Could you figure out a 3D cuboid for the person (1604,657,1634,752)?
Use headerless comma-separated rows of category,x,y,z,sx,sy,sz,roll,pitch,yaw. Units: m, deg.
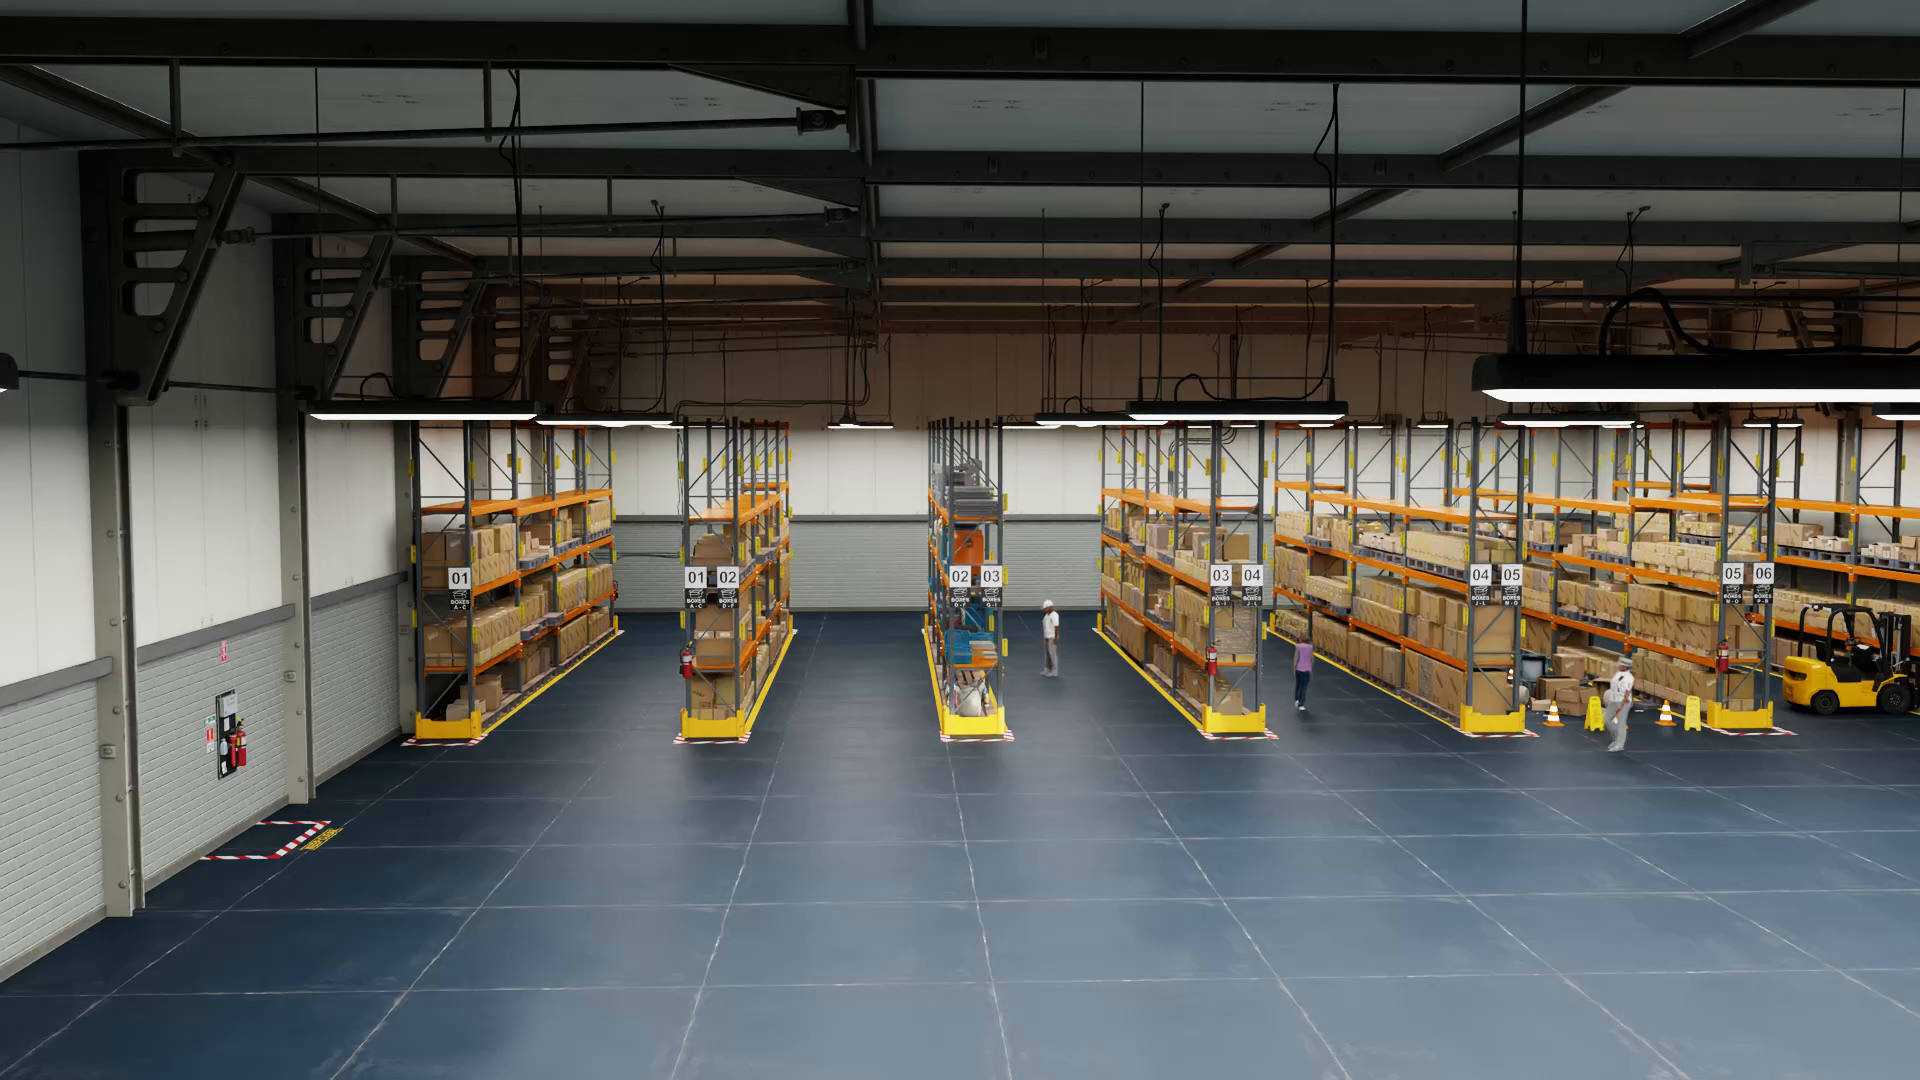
person,11.793,2.954,29.831,0.461,1.704,0.533,-1,4,-20

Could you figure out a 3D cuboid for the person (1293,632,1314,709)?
person,7.056,2.695,34.124,0.396,1.616,0.446,2,4,31

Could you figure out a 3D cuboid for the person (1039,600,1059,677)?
person,2.082,2.290,38.931,0.430,1.764,0.605,-1,4,-17
